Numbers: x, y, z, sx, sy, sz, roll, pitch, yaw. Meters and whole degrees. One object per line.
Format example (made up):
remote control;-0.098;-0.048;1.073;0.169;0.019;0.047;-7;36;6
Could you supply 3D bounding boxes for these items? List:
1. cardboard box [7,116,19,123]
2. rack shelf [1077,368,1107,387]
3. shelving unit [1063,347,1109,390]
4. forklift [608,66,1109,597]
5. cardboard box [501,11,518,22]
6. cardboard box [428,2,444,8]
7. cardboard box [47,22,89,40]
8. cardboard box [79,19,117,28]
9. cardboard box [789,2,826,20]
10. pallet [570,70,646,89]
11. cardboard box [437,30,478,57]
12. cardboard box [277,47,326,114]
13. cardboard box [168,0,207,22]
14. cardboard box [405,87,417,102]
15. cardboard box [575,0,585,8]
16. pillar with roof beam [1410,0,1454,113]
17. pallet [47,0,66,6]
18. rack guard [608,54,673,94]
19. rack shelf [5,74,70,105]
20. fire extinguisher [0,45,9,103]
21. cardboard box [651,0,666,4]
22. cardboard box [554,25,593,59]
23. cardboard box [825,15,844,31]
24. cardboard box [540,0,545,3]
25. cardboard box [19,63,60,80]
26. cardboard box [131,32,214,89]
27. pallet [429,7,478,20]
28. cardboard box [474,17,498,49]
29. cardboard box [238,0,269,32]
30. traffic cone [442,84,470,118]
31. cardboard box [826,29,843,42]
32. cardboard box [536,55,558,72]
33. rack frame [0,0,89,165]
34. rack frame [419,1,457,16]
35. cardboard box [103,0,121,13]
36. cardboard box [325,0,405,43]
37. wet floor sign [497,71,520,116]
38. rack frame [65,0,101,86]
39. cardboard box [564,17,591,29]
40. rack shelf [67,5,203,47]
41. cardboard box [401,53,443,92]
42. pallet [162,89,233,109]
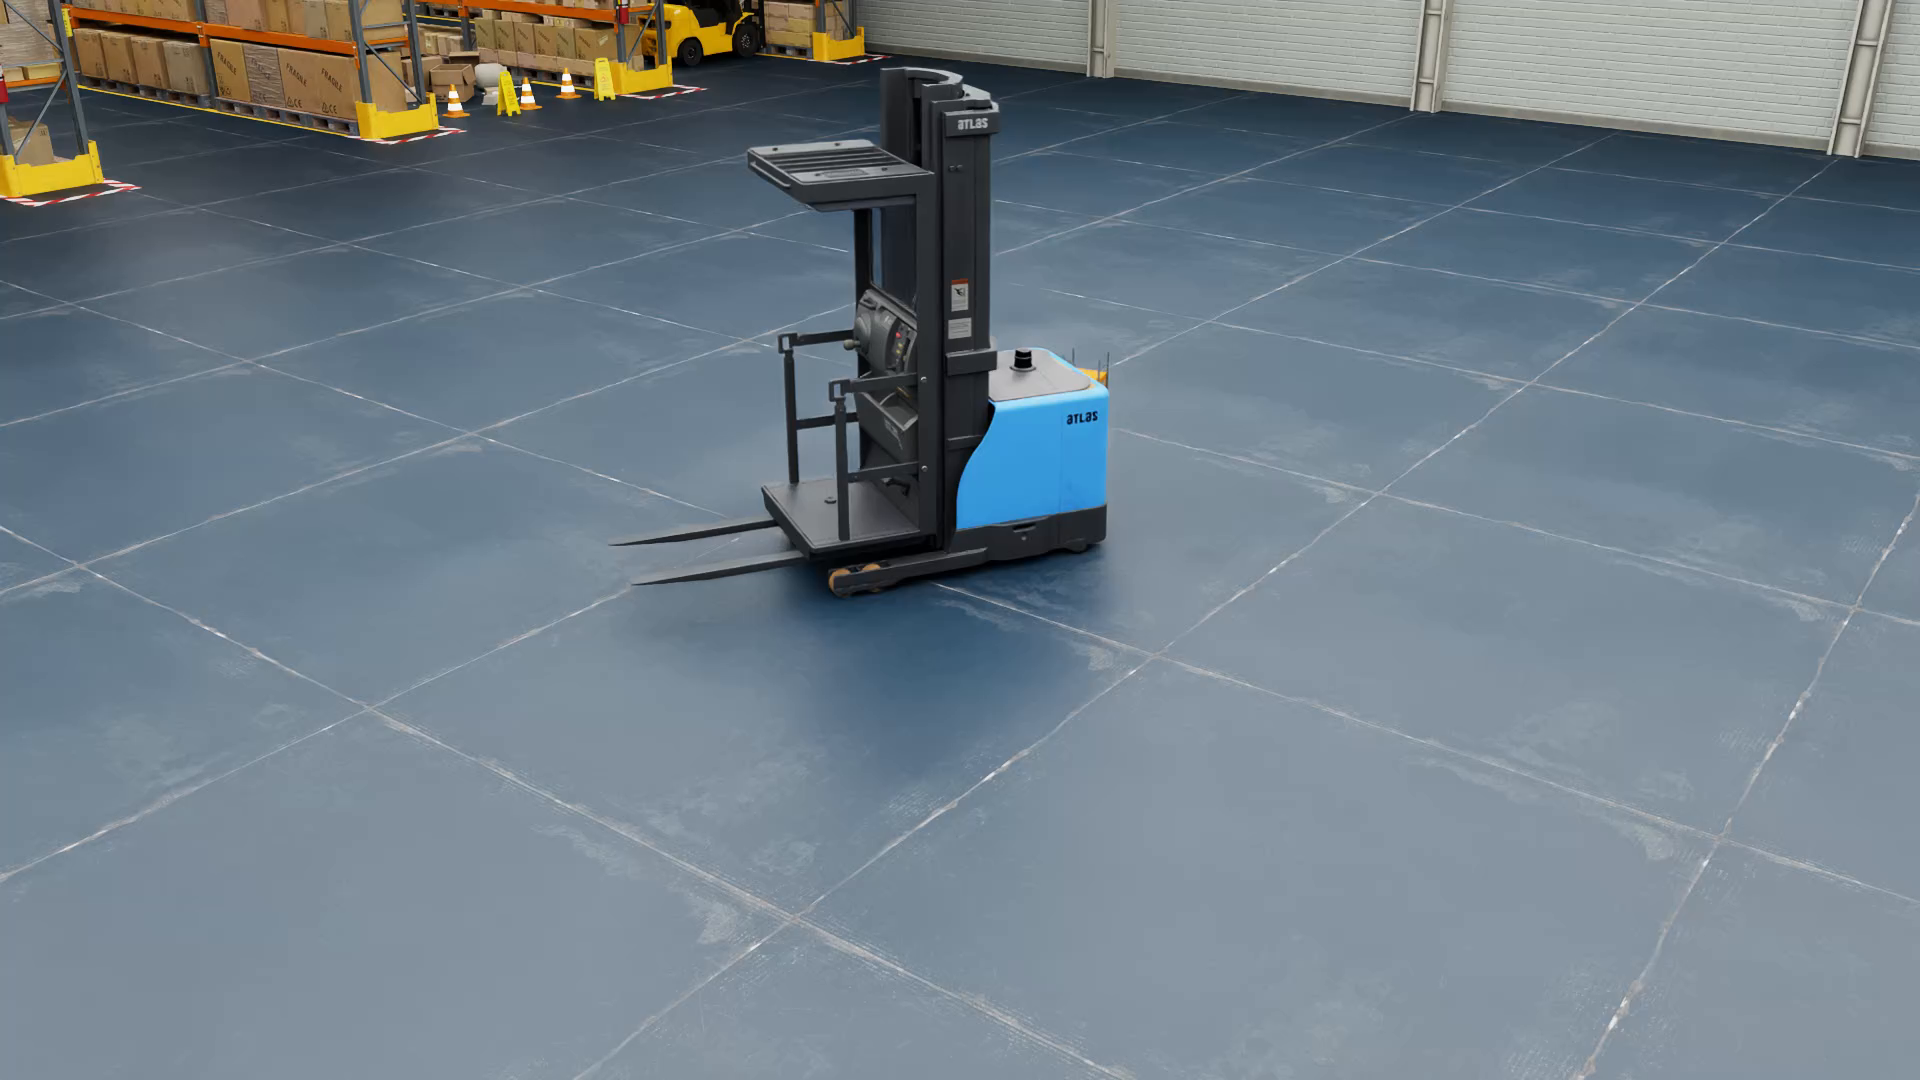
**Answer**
cardboard box;-12.213;-5.071;21.118;0.500;0.500;0.500;-17;29;-34
rack shelf;0.829;-0.992;11.020;0.240;0.259;0.215;10;25;21
shelving unit;0.828;-0.742;11.129;0.252;1.050;0.215;10;25;21
forklift;-0.632;-1.239;9.927;3.031;2.935;1.130;-10;26;-21
cardboard box;-7.696;-9.068;28.766;0.250;0.149;0.380;18;30;35
cardboard box;-11.658;-12.293;37.509;0.500;0.500;0.500;18;30;36
cardboard box;-15.275;-8.715;28.460;0.500;0.250;0.500;16;28;32
cardboard box;-14.977;-8.879;28.832;0.500;0.250;0.500;15;28;31
cardboard box;-2.863;-9.935;31.227;0.500;0.250;0.500;18;29;35
pallet;-5.971;-7.880;28.373;1.213;0.211;1.003;17;29;33
cardboard box;-8.903;-9.013;30.224;0.625;0.372;0.950;17;29;34
cardboard box;-9.457;-6.883;24.766;0.875;0.875;0.875;16;29;32
cardboard box;-11.948;-8.362;25.883;0.500;0.500;0.500;17;29;33
cardboard box;-8.890;-7.203;26.769;0.396;0.266;0.258;-21;31;-39
cardboard box;-6.171;-8.931;27.611;0.250;0.149;0.380;16;29;32
pillar with roof beam;4.696;-9.446;21.028;0.400;9.000;9.100;17;29;33
pallet;-15.205;-9.293;28.360;1.003;0.211;1.213;17;29;33
rack guard;-5.342;-7.805;27.843;0.348;0.500;1.175;17;29;33
rack shelf;-12.825;-5.887;21.284;4.000;0.370;1.077;17;29;33
fire extinguisher;-11.410;-5.521;19.656;0.183;0.674;0.296;17;29;33
cardboard box;-5.933;-10.728;33.802;0.625;0.625;0.875;18;30;36
cardboard box;-6.499;-8.442;28.149;0.500;0.500;0.500;18;30;35
cardboard box;-2.559;-9.876;31.713;0.500;0.250;0.500;17;29;34
cardboard box;-6.920;-9.212;28.250;0.250;0.149;0.380;17;29;33
cardboard box;-11.310;-5.764;20.422;0.250;0.149;0.380;17;29;33
cardboard box;-12.690;-7.794;26.989;0.750;0.750;1.050;17;29;33
pallet;-11.236;-11.974;37.664;1.213;0.211;1.003;17;29;33
cardboard box;-8.172;-8.945;29.290;0.500;0.500;0.500;18;30;36
cardboard box;-10.253;-7.965;24.921;0.550;0.550;0.875;17;29;33
traffic cone;-7.743;-6.734;25.460;0.334;0.463;0.336;17;29;33
cardboard box;-2.583;-9.648;31.817;0.500;0.250;0.500;17;29;34
cardboard box;-6.922;-8.225;28.587;0.500;0.250;0.500;16;28;31
rack frame;-11.225;-5.733;20.041;0.127;3.000;1.000;17;29;33
rack frame;-11.910;-13.434;37.520;0.127;3.000;1.000;17;29;33
cardboard box;-13.562;-8.849;26.990;0.500;0.500;0.500;17;29;33
cardboard box;-8.493;-7.452;23.758;0.550;0.550;0.875;17;29;33
wet floor sign;-6.959;-6.863;25.526;0.232;0.644;0.267;12;26;24
rack frame;-14.571;-9.243;28.008;0.127;3.000;1.000;17;29;33
cardboard box;-6.413;-8.681;27.886;0.250;0.149;0.380;18;29;35
rack shelf;-12.971;-8.430;27.055;4.000;0.370;1.077;17;29;33
cardboard box;-8.959;-7.681;27.391;0.503;0.637;0.797;17;29;33
pallet;-12.033;-7.162;26.743;1.213;0.211;1.003;17;29;33
